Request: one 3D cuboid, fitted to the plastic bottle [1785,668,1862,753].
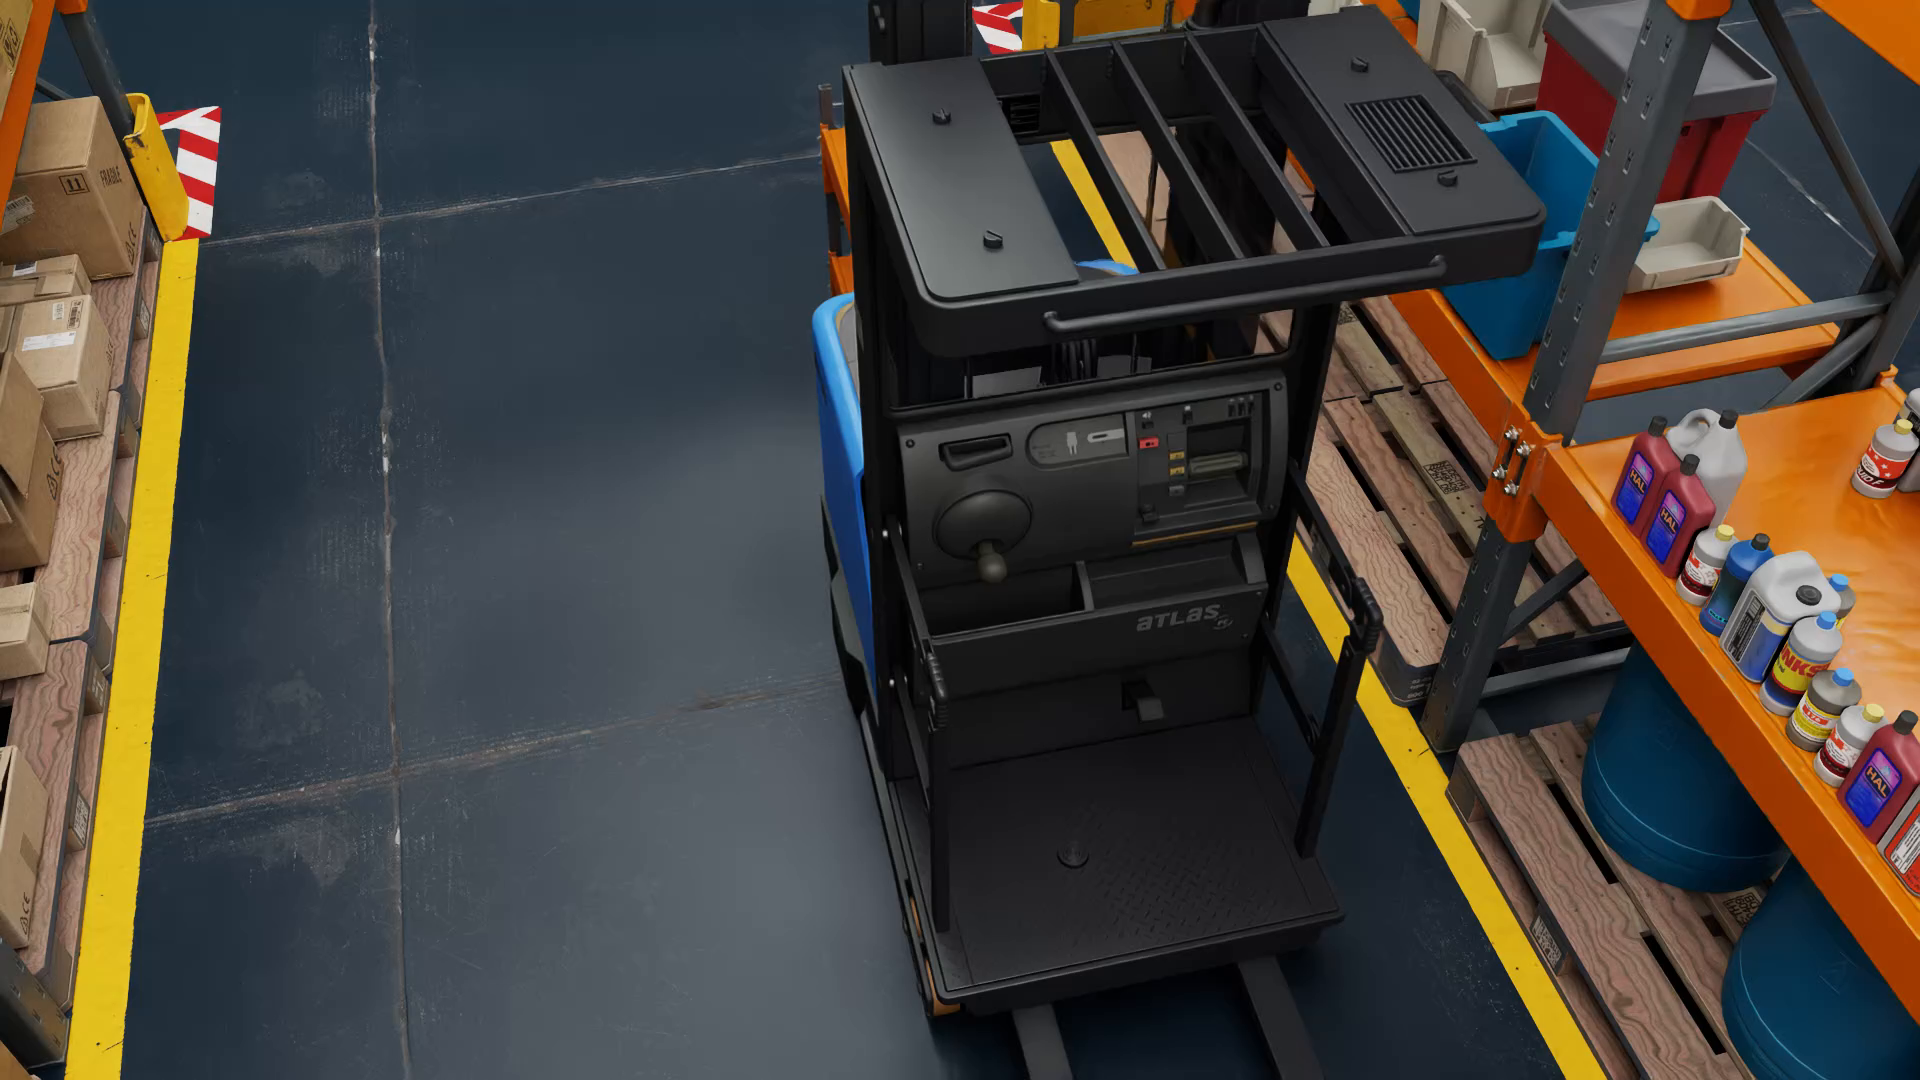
[{"bbox_3d":[1.800,0.342,3.453,0.097,0.201,0.097,0,46,0],"label":"plastic bottle"}]

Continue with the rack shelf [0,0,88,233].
[{"bbox_3d":[-3.373,-0.747,4.886,1.077,0.370,4.000,-11,47,-10],"label":"rack shelf"}]

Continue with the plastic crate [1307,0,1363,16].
[{"bbox_3d":[1.192,-1.597,5.358,0.293,0.136,0.466,-11,47,-10],"label":"plastic crate"}]

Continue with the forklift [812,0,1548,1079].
[{"bbox_3d":[0.372,-0.051,3.748,1.130,2.935,3.031,-9,46,-9],"label":"forklift"}]

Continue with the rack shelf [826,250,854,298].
[{"bbox_3d":[-0.126,-0.671,5.962,0.538,0.278,1.000,-9,46,-9],"label":"rack shelf"}]

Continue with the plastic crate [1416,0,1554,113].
[{"bbox_3d":[1.715,-1.589,5.248,0.437,0.282,0.530,-11,47,-10],"label":"plastic crate"}]

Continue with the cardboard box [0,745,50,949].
[{"bbox_3d":[-2.760,0.840,4.401,0.500,0.311,0.500,-11,47,-10],"label":"cardboard box"}]

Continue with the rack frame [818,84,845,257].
[{"bbox_3d":[-0.240,-1.196,6.134,0.500,1.125,0.032,-9,46,-9],"label":"rack frame"}]

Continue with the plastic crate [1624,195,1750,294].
[{"bbox_3d":[1.947,-0.797,4.574,0.396,0.136,0.243,-11,47,-10],"label":"plastic crate"}]

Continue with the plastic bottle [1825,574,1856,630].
[{"bbox_3d":[1.888,0.155,3.637,0.097,0.201,0.097,0,46,0],"label":"plastic bottle"}]

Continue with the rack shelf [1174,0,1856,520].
[{"bbox_3d":[1.416,-1.650,5.771,1.077,0.370,4.000,-11,47,-10],"label":"rack shelf"}]

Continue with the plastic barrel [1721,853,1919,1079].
[{"bbox_3d":[2.232,0.934,3.910,0.600,0.901,0.708,-11,47,-10],"label":"plastic barrel"}]

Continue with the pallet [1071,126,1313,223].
[{"bbox_3d":[1.078,-1.730,7.298,1.003,0.211,1.213,-11,47,-10],"label":"pallet"}]

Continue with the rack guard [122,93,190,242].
[{"bbox_3d":[-3.866,-1.452,6.823,1.175,0.500,0.348,-11,47,-10],"label":"rack guard"}]

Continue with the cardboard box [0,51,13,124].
[{"bbox_3d":[-3.249,-1.452,5.003,0.500,0.500,0.500,-10,46,-10],"label":"cardboard box"}]

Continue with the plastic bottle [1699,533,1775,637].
[{"bbox_3d":[1.716,0.091,3.651,0.097,0.271,0.097,0,46,0],"label":"plastic bottle"}]

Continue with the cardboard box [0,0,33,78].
[{"bbox_3d":[-3.371,-1.798,5.342,0.500,0.500,0.500,-10,46,-10],"label":"cardboard box"}]

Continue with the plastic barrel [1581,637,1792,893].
[{"bbox_3d":[2.051,0.445,4.389,0.600,0.901,0.708,-11,47,-10],"label":"plastic barrel"}]

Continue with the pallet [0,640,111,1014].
[{"bbox_3d":[-3.036,0.884,4.736,1.003,0.211,1.213,-11,47,-10],"label":"pallet"}]

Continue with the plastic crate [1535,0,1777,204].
[{"bbox_3d":[1.942,-1.227,4.765,0.402,0.464,0.583,-11,47,-10],"label":"plastic crate"}]

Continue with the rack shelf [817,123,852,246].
[{"bbox_3d":[-0.126,-1.047,5.579,0.538,0.278,1.000,-9,46,-9],"label":"rack shelf"}]

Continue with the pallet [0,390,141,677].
[{"bbox_3d":[-3.352,0.040,5.563,1.003,0.211,1.213,-11,47,-10],"label":"pallet"}]

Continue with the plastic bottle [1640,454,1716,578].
[{"bbox_3d":[1.644,-0.057,3.787,0.061,0.283,0.133,-11,47,-10],"label":"plastic bottle"}]

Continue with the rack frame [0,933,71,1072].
[{"bbox_3d":[-2.861,0.382,3.276,1.000,3.000,0.127,-11,47,-10],"label":"rack frame"}]

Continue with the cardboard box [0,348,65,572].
[{"bbox_3d":[-3.347,-0.194,5.280,0.797,0.503,0.637,-11,47,-10],"label":"cardboard box"}]

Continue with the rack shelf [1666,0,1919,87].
[{"bbox_3d":[2.440,0.062,1.993,1.077,0.370,4.000,-11,47,-10],"label":"rack shelf"}]

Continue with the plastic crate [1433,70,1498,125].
[{"bbox_3d":[1.382,-1.170,4.947,0.437,0.125,0.590,-11,47,-10],"label":"plastic crate"}]

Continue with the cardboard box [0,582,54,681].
[{"bbox_3d":[-2.991,0.295,5.037,0.380,0.166,0.250,-11,47,-10],"label":"cardboard box"}]

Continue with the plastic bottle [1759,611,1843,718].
[{"bbox_3d":[1.775,0.251,3.494,0.097,0.271,0.097,0,46,0],"label":"plastic bottle"}]

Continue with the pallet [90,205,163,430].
[{"bbox_3d":[-3.661,-0.801,6.387,1.003,0.211,1.213,-11,47,-10],"label":"pallet"}]

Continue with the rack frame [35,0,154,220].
[{"bbox_3d":[-3.885,-2.380,5.982,1.000,3.000,0.127,-11,47,-10],"label":"rack frame"}]

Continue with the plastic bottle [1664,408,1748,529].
[{"bbox_3d":[1.715,-0.174,3.855,0.144,0.351,0.185,-11,47,-10],"label":"plastic bottle"}]

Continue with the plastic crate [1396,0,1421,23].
[{"bbox_3d":[1.678,-1.874,5.562,0.416,0.233,0.300,-11,47,-10],"label":"plastic crate"}]

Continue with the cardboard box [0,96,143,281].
[{"bbox_3d":[-3.508,-1.328,6.394,0.500,0.500,0.500,-11,47,-10],"label":"cardboard box"}]

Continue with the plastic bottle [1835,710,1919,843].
[{"bbox_3d":[1.837,0.464,3.277,0.061,0.283,0.133,-11,47,-10],"label":"plastic bottle"}]

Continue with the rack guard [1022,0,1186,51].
[{"bbox_3d":[0.885,-2.422,7.774,1.175,0.500,0.348,-11,47,-10],"label":"rack guard"}]

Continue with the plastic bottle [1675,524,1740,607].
[{"bbox_3d":[1.691,0.048,3.742,0.097,0.201,0.097,0,46,0],"label":"plastic bottle"}]

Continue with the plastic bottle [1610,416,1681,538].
[{"bbox_3d":[1.609,-0.149,3.878,0.061,0.283,0.133,-11,47,-10],"label":"plastic bottle"}]

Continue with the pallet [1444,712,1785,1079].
[{"bbox_3d":[2.085,0.995,4.627,1.003,0.211,1.213,-11,47,-10],"label":"pallet"}]

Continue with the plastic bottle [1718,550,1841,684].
[{"bbox_3d":[1.772,0.164,3.576,0.152,0.276,0.135,-11,47,-10],"label":"plastic bottle"}]

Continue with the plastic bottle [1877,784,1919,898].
[{"bbox_3d":[1.915,0.551,3.197,0.152,0.276,0.135,-11,47,-10],"label":"plastic bottle"}]

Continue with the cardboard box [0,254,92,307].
[{"bbox_3d":[-3.491,-0.916,6.223,0.380,0.166,0.250,-11,47,-10],"label":"cardboard box"}]

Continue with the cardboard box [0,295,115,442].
[{"bbox_3d":[-3.294,-0.580,5.835,0.500,0.250,0.500,-11,47,-10],"label":"cardboard box"}]

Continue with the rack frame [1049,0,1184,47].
[{"bbox_3d":[0.904,-3.283,6.867,1.000,3.000,0.127,-11,47,-10],"label":"rack frame"}]

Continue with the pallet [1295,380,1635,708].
[{"bbox_3d":[1.702,-0.046,5.647,1.003,0.211,1.213,-11,47,-10],"label":"pallet"}]

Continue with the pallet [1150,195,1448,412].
[{"bbox_3d":[1.386,-0.890,6.474,1.003,0.211,1.213,-11,47,-10],"label":"pallet"}]

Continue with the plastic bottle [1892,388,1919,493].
[{"bbox_3d":[2.341,-0.265,3.996,0.152,0.276,0.135,-11,47,-10],"label":"plastic bottle"}]

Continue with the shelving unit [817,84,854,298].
[{"bbox_3d":[-0.126,-0.842,5.788,0.538,1.125,1.048,-9,46,-9],"label":"shelving unit"}]

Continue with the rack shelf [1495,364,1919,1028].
[{"bbox_3d":[2.440,1.111,3.064,1.077,0.370,4.000,-11,47,-10],"label":"rack shelf"}]

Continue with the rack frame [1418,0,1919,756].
[{"bbox_3d":[1.928,-0.521,4.161,1.000,3.000,0.127,-11,47,-10],"label":"rack frame"}]

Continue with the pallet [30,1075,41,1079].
[{"bbox_3d":[-2.617,1.913,3.728,1.003,0.211,1.213,-11,47,-10],"label":"pallet"}]

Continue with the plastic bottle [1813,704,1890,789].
[{"bbox_3d":[1.825,0.410,3.387,0.097,0.201,0.097,0,46,0],"label":"plastic bottle"}]

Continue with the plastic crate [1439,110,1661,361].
[{"bbox_3d":[1.479,-0.797,4.400,0.392,0.384,0.575,-11,47,-10],"label":"plastic crate"}]

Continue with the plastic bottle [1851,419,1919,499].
[{"bbox_3d":[2.225,-0.203,3.988,0.097,0.201,0.097,0,46,0],"label":"plastic bottle"}]
